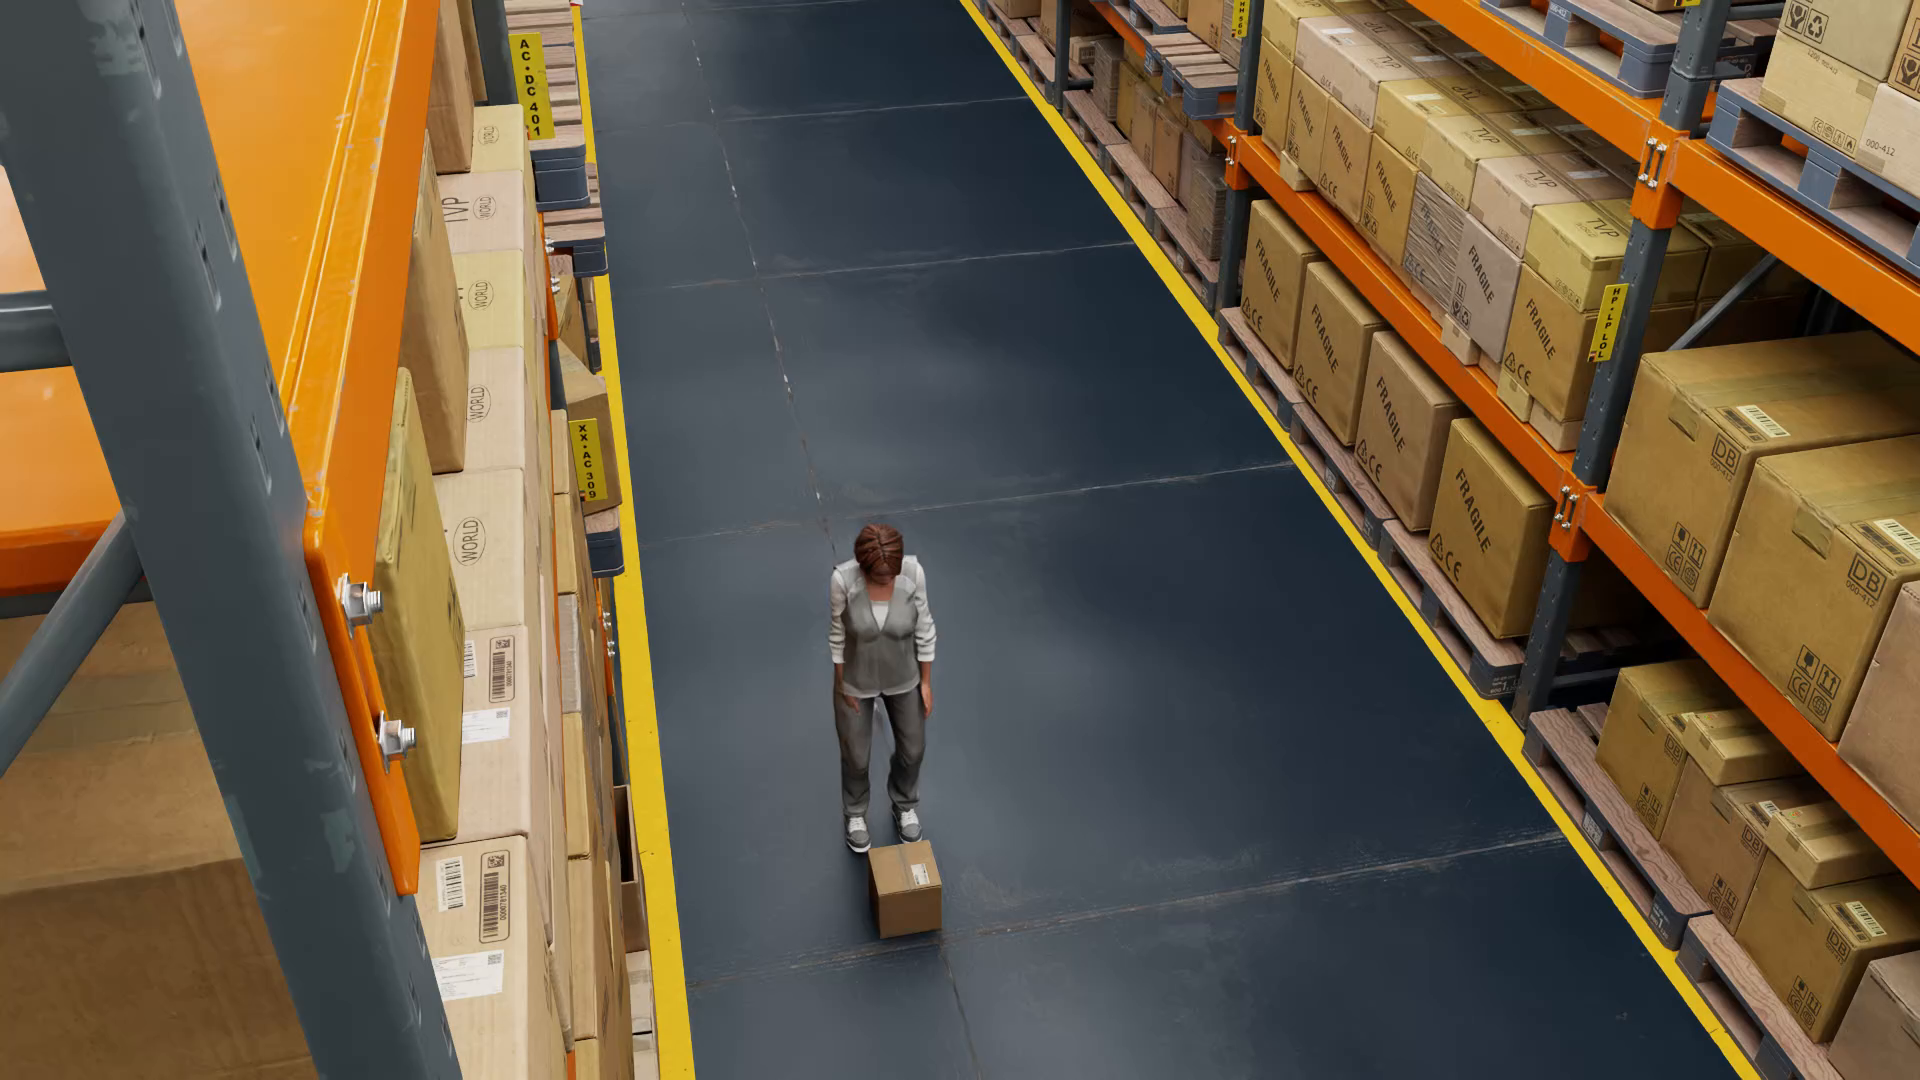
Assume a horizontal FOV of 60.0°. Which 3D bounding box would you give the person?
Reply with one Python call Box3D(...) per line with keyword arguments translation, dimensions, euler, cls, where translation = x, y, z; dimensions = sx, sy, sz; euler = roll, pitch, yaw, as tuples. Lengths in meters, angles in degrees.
Box3D(translation=(-0.301, 0.573, 6.578), dimensions=(0.417, 1.564, 0.341), euler=(-7, 35, -9), cls="person")
